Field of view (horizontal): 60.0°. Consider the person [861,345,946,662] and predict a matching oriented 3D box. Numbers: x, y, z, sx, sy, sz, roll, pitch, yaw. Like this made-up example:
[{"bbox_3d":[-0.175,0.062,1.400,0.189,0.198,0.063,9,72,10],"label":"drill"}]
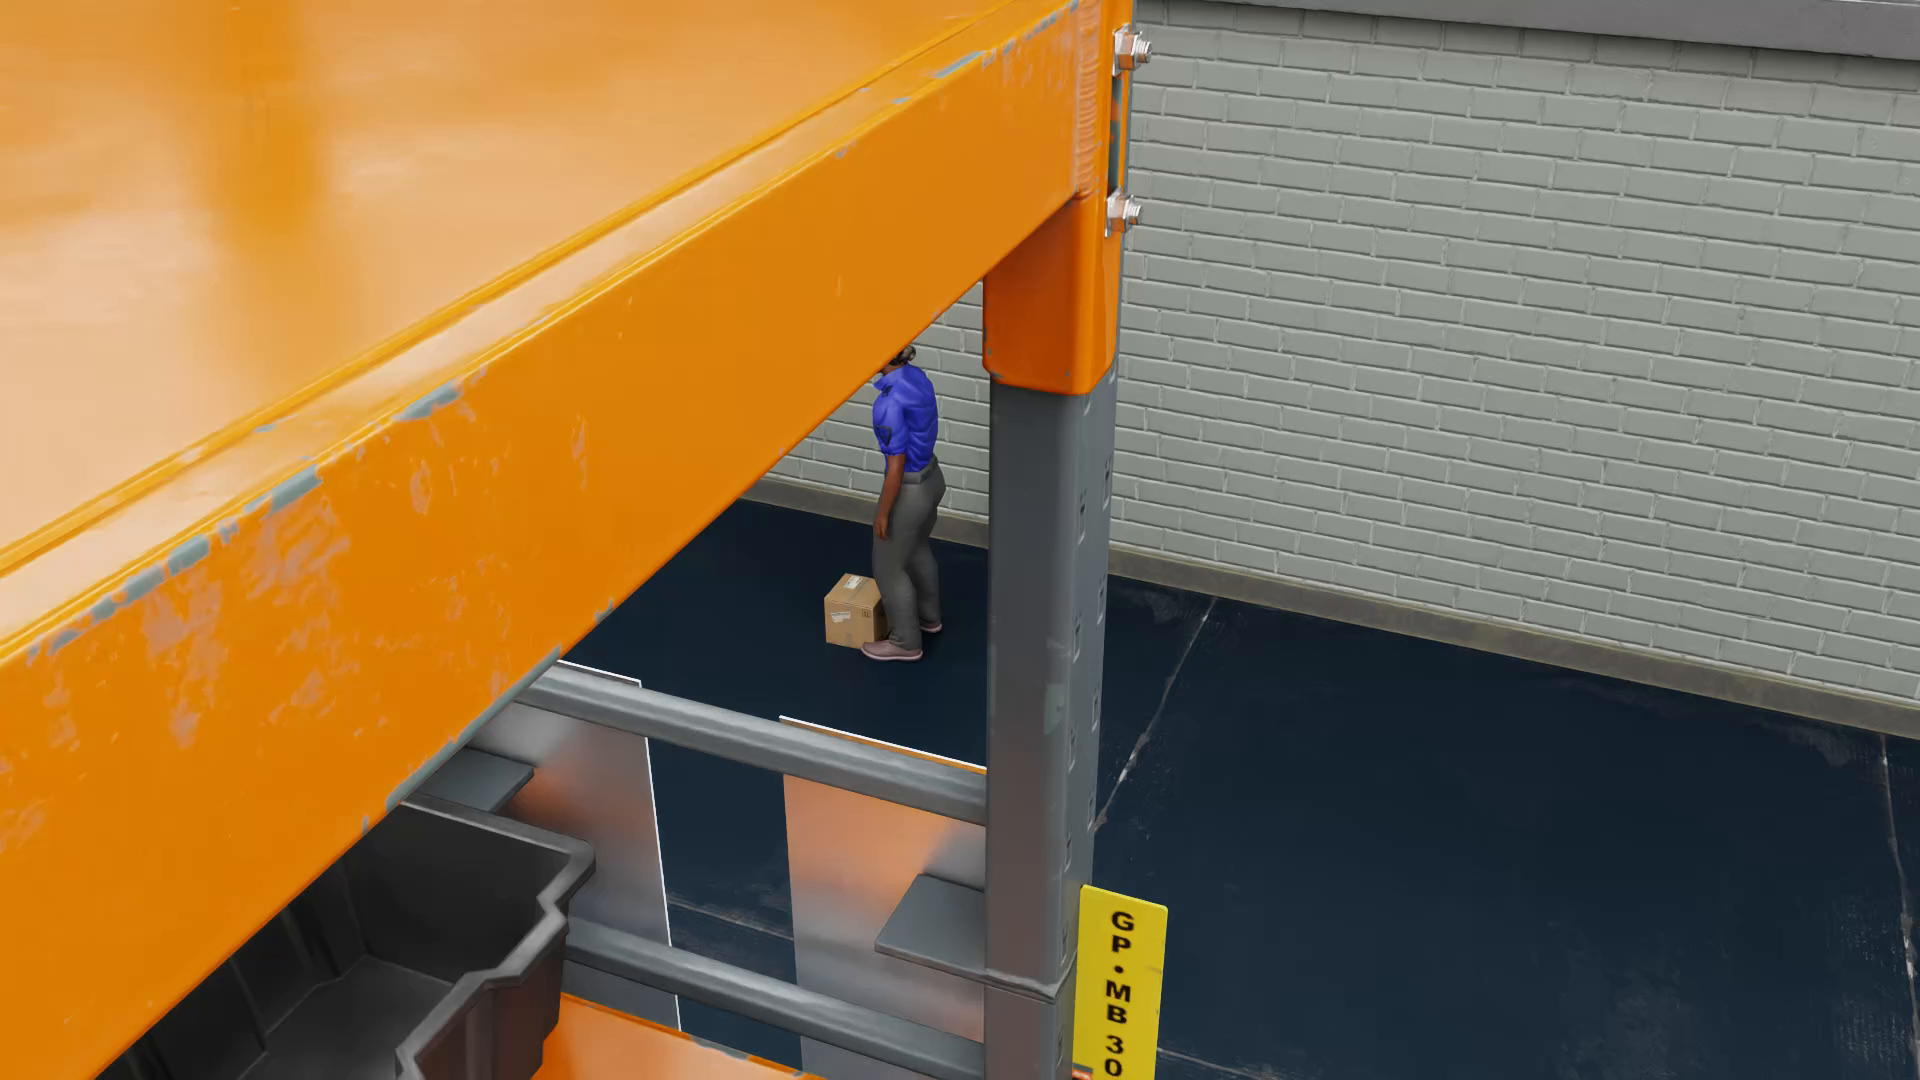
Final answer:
[{"bbox_3d":[-0.258,-0.222,7.522,0.350,1.653,0.525,10,31,16],"label":"person"}]
